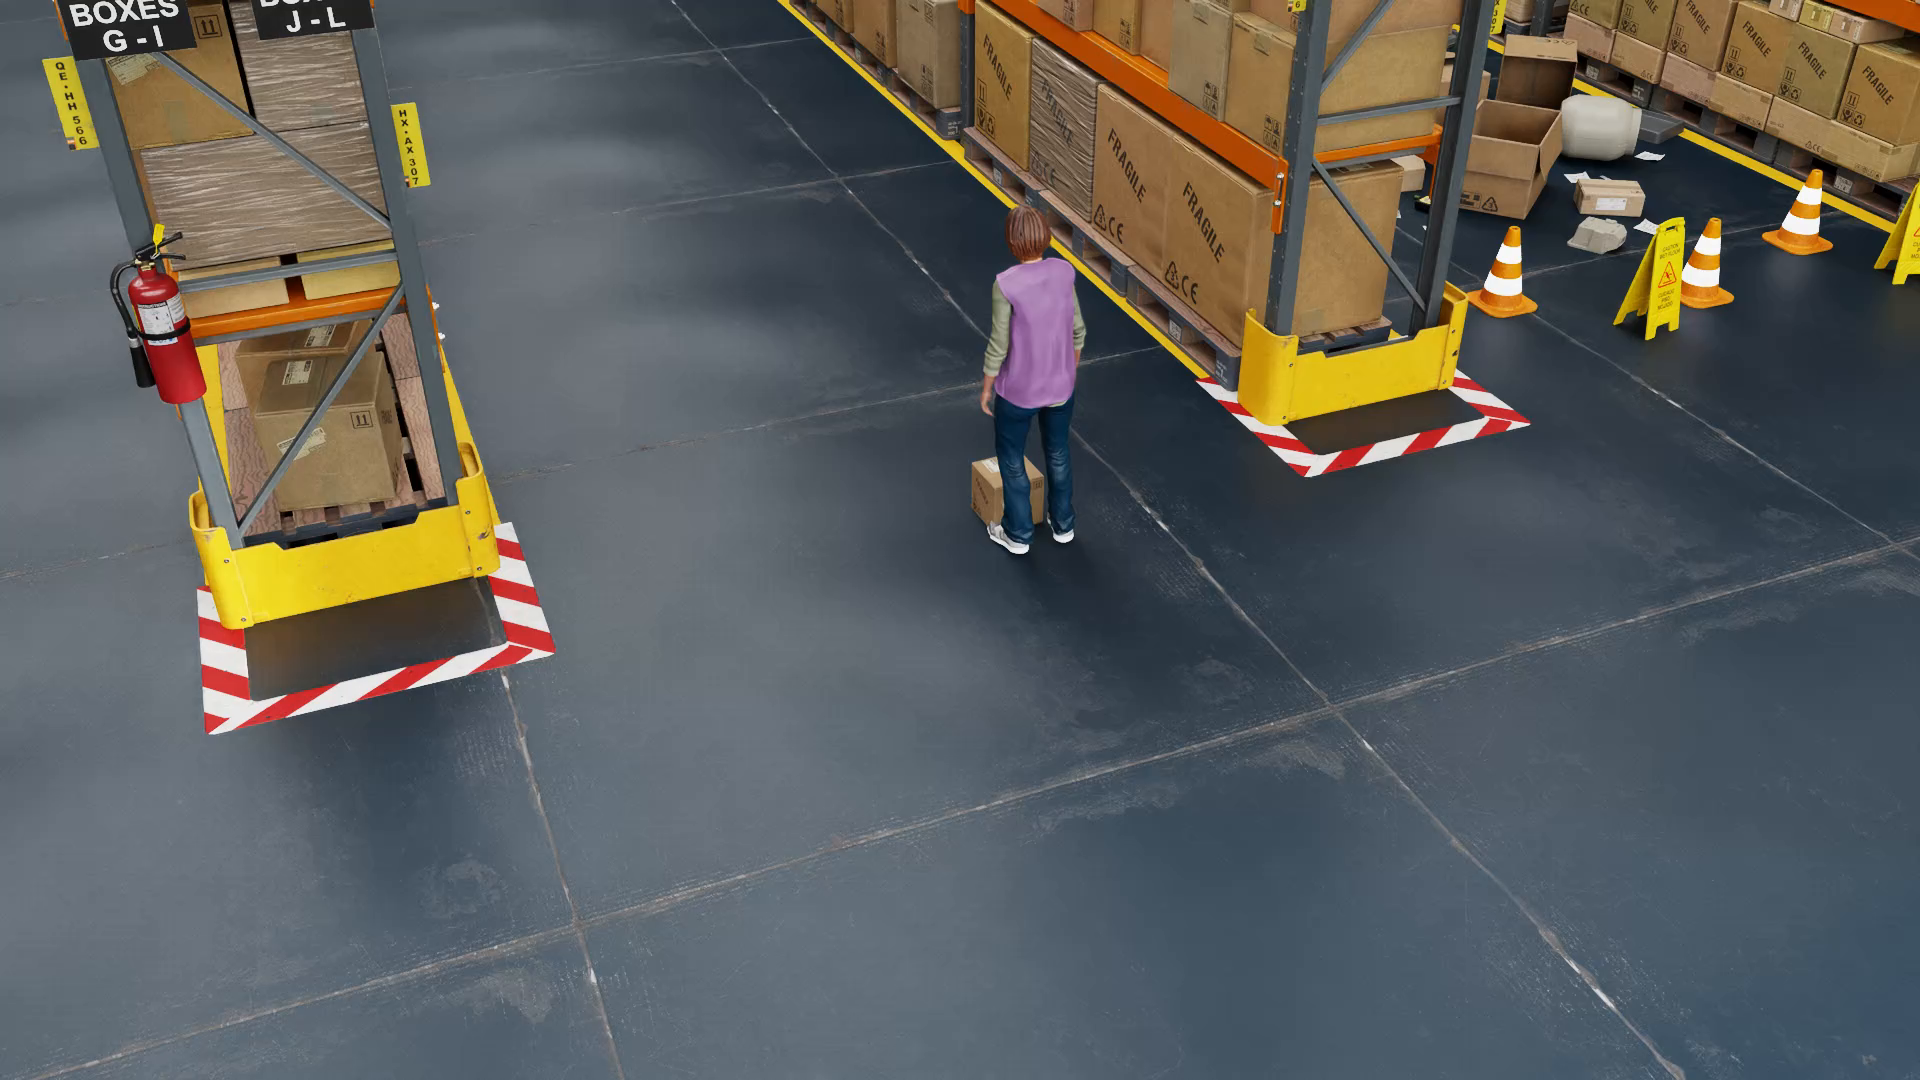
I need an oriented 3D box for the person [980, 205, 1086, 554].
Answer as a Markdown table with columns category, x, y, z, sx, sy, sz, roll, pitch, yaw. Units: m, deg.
| category | x | y | z | sx | sy | sz | roll | pitch | yaw |
| --- | --- | --- | --- | --- | --- | --- | --- | --- | --- |
| person | 0.314 | -0.654 | 7.133 | 0.477 | 1.582 | 0.346 | -14 | 36 | -20 |
